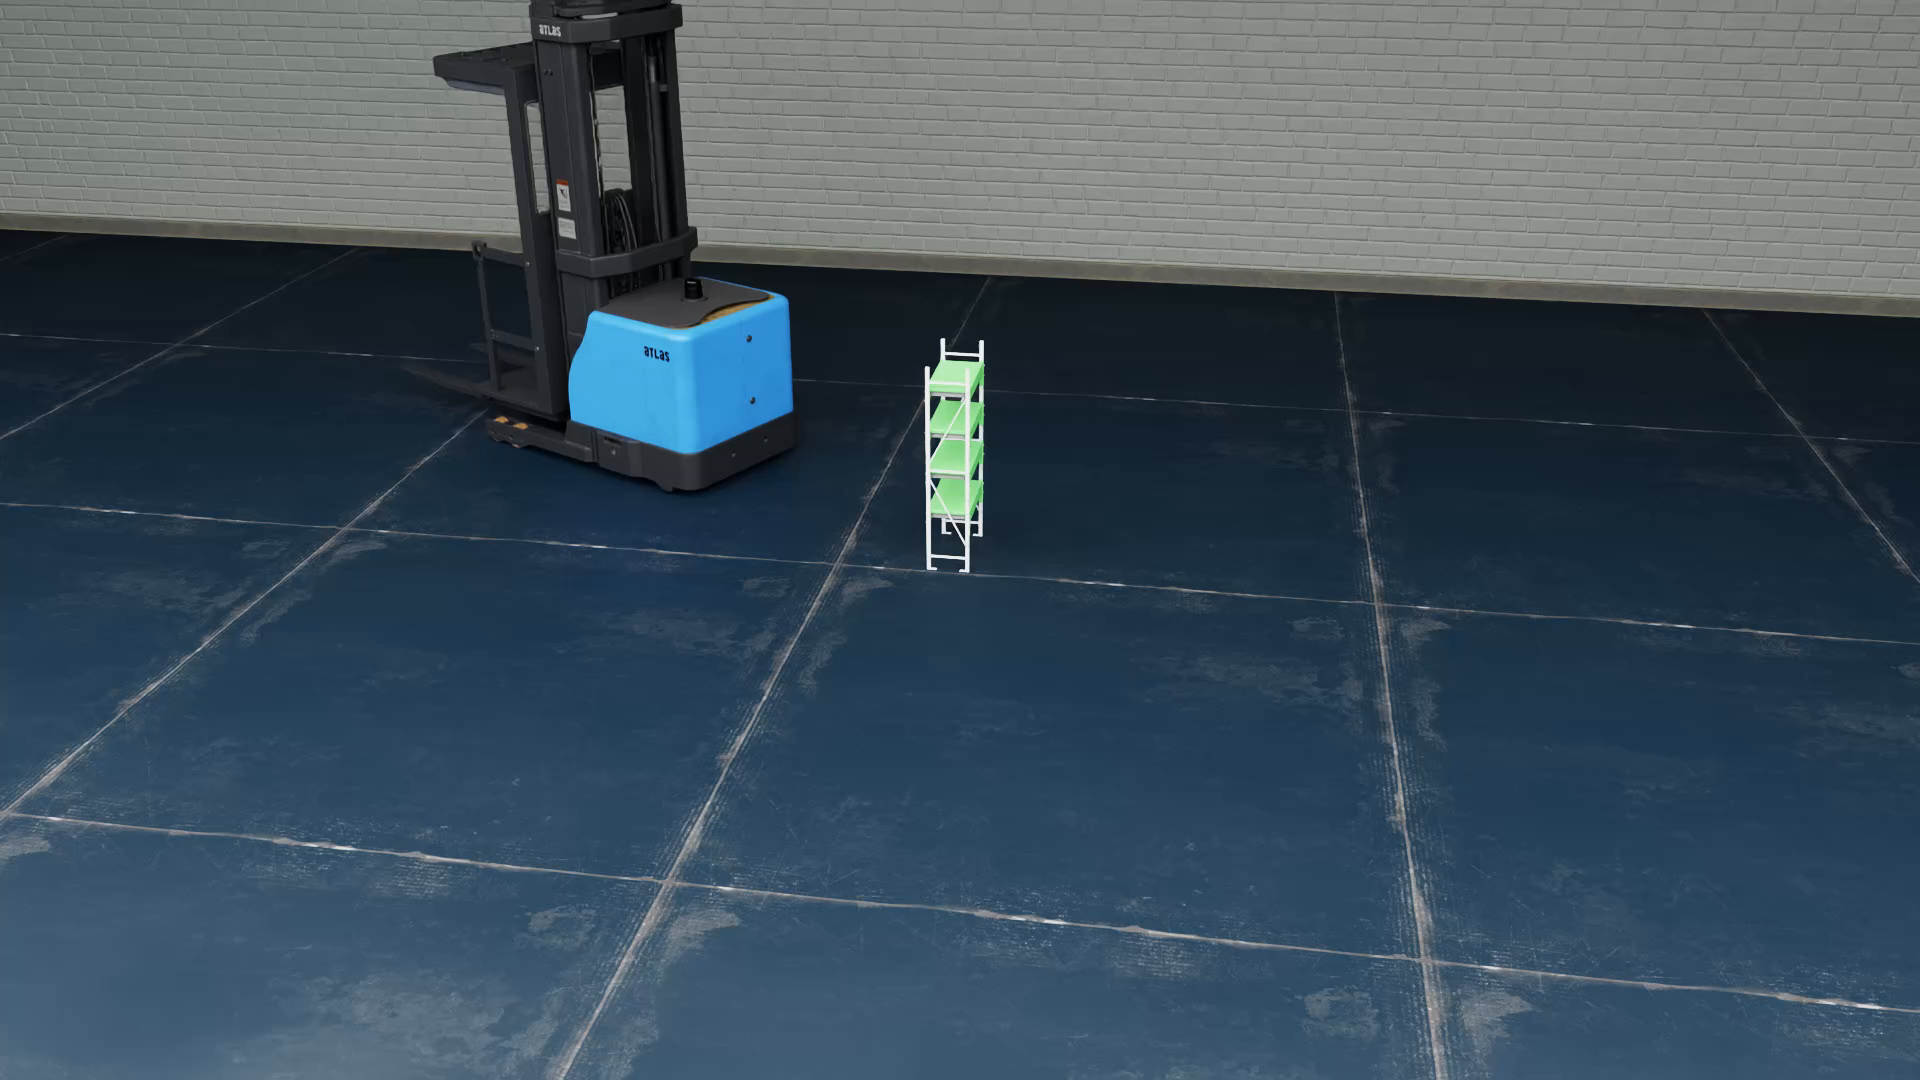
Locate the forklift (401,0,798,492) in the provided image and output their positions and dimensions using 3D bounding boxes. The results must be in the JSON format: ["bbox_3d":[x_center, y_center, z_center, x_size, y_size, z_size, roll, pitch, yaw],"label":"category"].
[{"bbox_3d":[-2.564,-2.101,10.781,3.031,2.935,1.130,17,30,32],"label":"forklift"}]

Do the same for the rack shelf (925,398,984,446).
[{"bbox_3d":[-0.027,-0.634,9.273,0.258,0.148,0.480,4,25,9],"label":"rack shelf"}]

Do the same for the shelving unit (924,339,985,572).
[{"bbox_3d":[-0.027,-0.474,9.348,0.258,1.200,0.503,4,25,9],"label":"shelving unit"}]

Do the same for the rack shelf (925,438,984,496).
[{"bbox_3d":[-0.027,-0.416,9.375,0.258,0.148,0.480,4,25,9],"label":"rack shelf"}]

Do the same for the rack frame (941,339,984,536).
[{"bbox_3d":[0.013,-0.576,9.566,0.240,1.200,0.015,4,25,9],"label":"rack frame"}]

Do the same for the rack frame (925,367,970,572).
[{"bbox_3d":[-0.067,-0.372,9.130,0.240,1.200,0.015,4,25,9],"label":"rack frame"}]

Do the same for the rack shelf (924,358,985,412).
[{"bbox_3d":[-0.027,-0.851,9.171,0.258,0.148,0.480,4,25,9],"label":"rack shelf"}]

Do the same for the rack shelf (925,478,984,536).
[{"bbox_3d":[-0.027,-0.199,9.477,0.258,0.148,0.480,4,25,9],"label":"rack shelf"}]
